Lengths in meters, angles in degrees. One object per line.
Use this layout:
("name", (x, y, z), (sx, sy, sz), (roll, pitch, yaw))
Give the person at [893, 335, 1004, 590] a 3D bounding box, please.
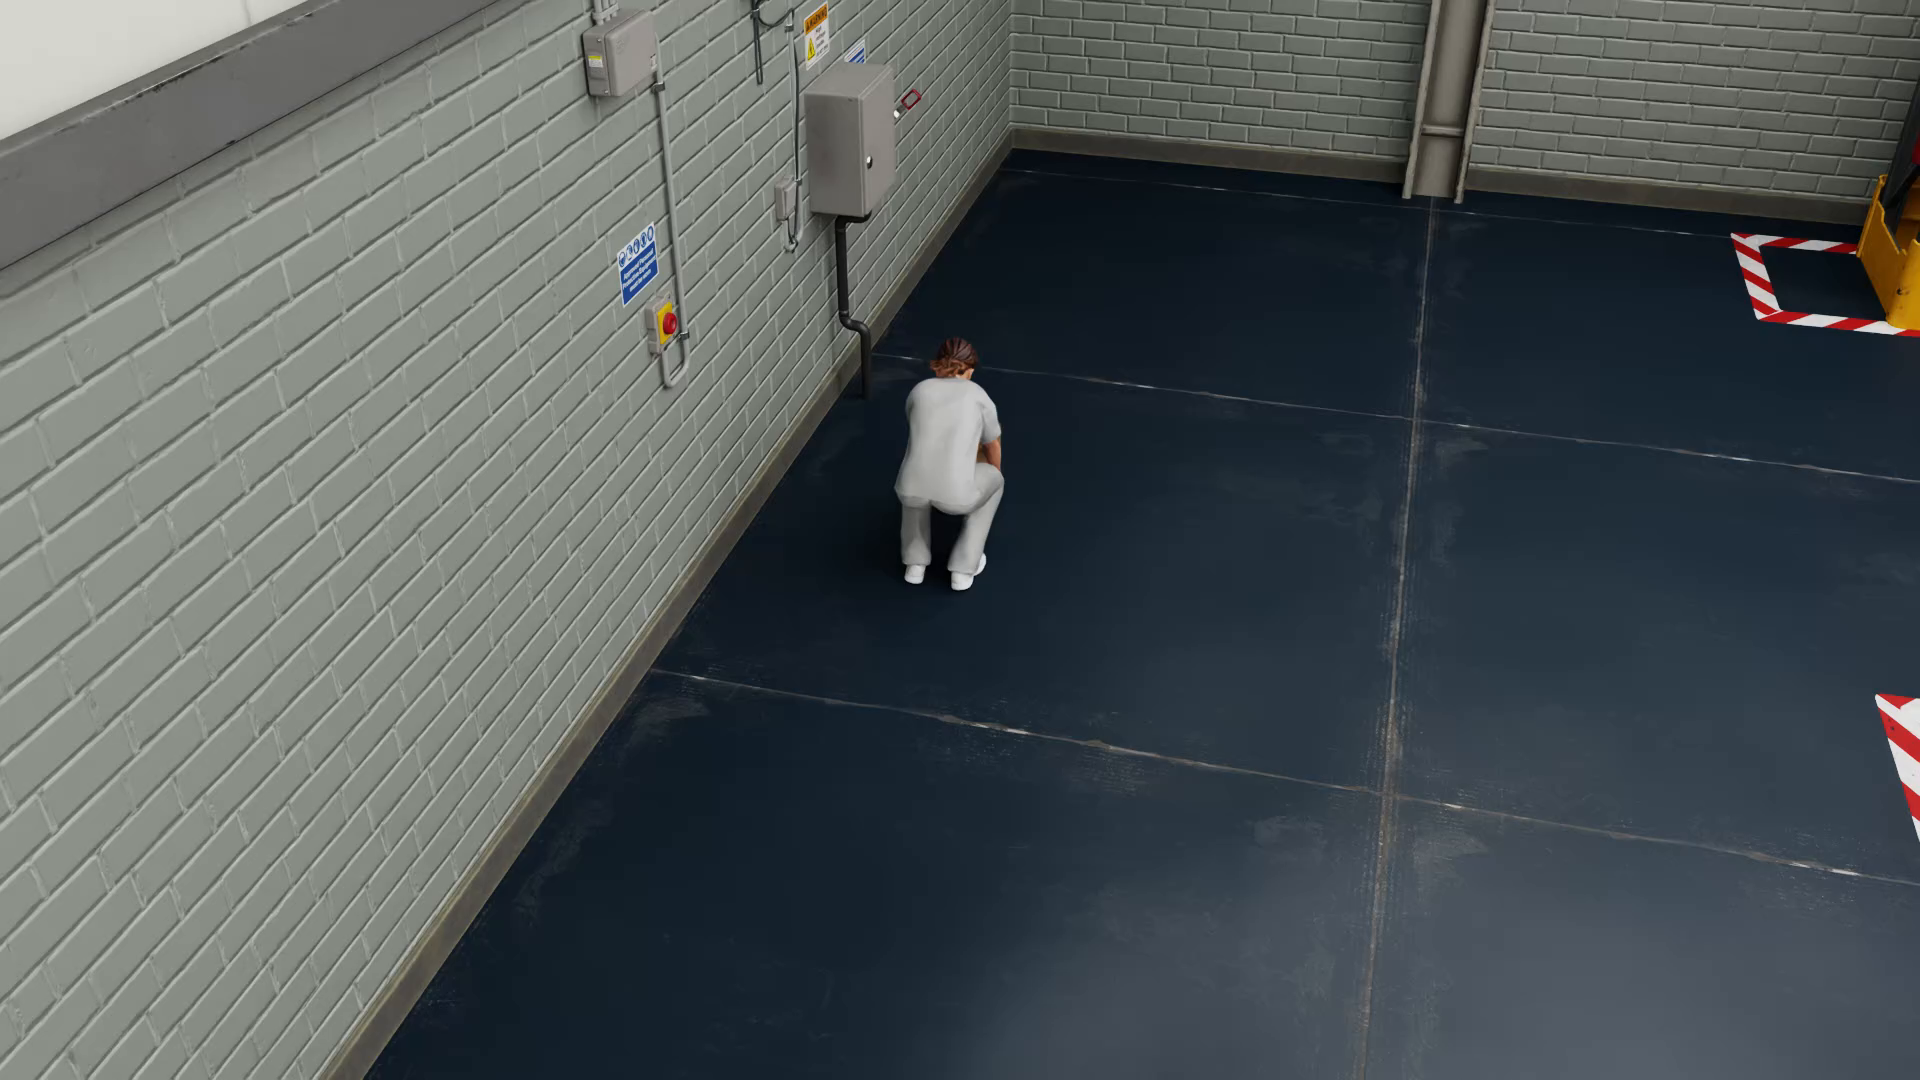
("person", (-0.046, -0.342, 7.332), (0.475, 0.955, 0.857), (7, 34, 10))
